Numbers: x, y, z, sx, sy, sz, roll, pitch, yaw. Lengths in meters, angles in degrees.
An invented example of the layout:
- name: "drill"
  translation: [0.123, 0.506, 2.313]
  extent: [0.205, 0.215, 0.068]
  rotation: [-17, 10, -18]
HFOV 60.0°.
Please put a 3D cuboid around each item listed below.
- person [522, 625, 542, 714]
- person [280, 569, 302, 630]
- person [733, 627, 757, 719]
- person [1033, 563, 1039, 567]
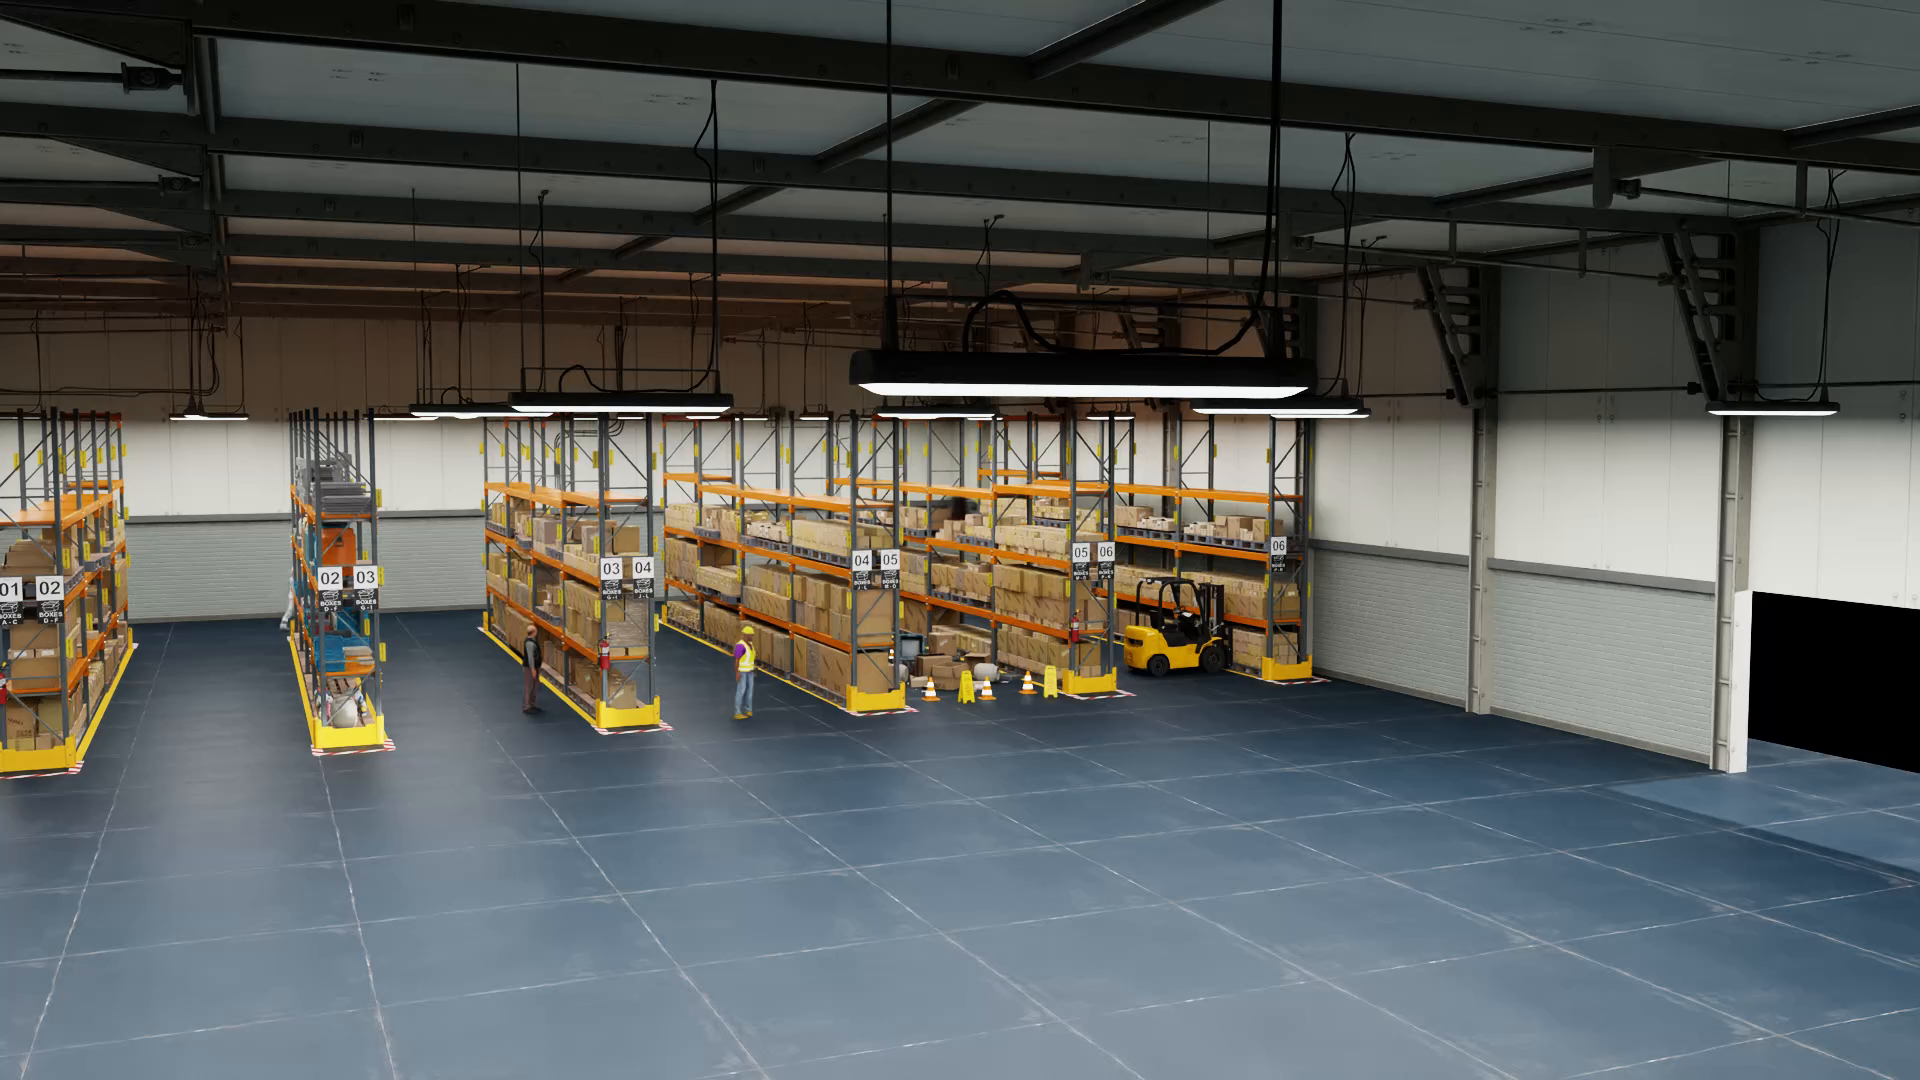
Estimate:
- name: "person"
  translation: [-8.477, 2.552, 32.937]
  extent: [0.369, 1.737, 0.568]
  rotation: [0, 4, 1]
- name: "person"
  translation: [-18.271, 1.607, 45.973]
  extent: [1.025, 1.732, 0.648]
  rotation: [-1, 4, -16]
- name: "person"
  translation: [-4.195, 2.570, 32.396]
  extent: [0.395, 1.776, 0.616]
  rotation: [2, 4, 22]
- name: "person"
  translation: [2.006, 1.465, 44.354]
  extent: [0.369, 1.728, 0.600]
  rotation: [-1, 4, -15]
